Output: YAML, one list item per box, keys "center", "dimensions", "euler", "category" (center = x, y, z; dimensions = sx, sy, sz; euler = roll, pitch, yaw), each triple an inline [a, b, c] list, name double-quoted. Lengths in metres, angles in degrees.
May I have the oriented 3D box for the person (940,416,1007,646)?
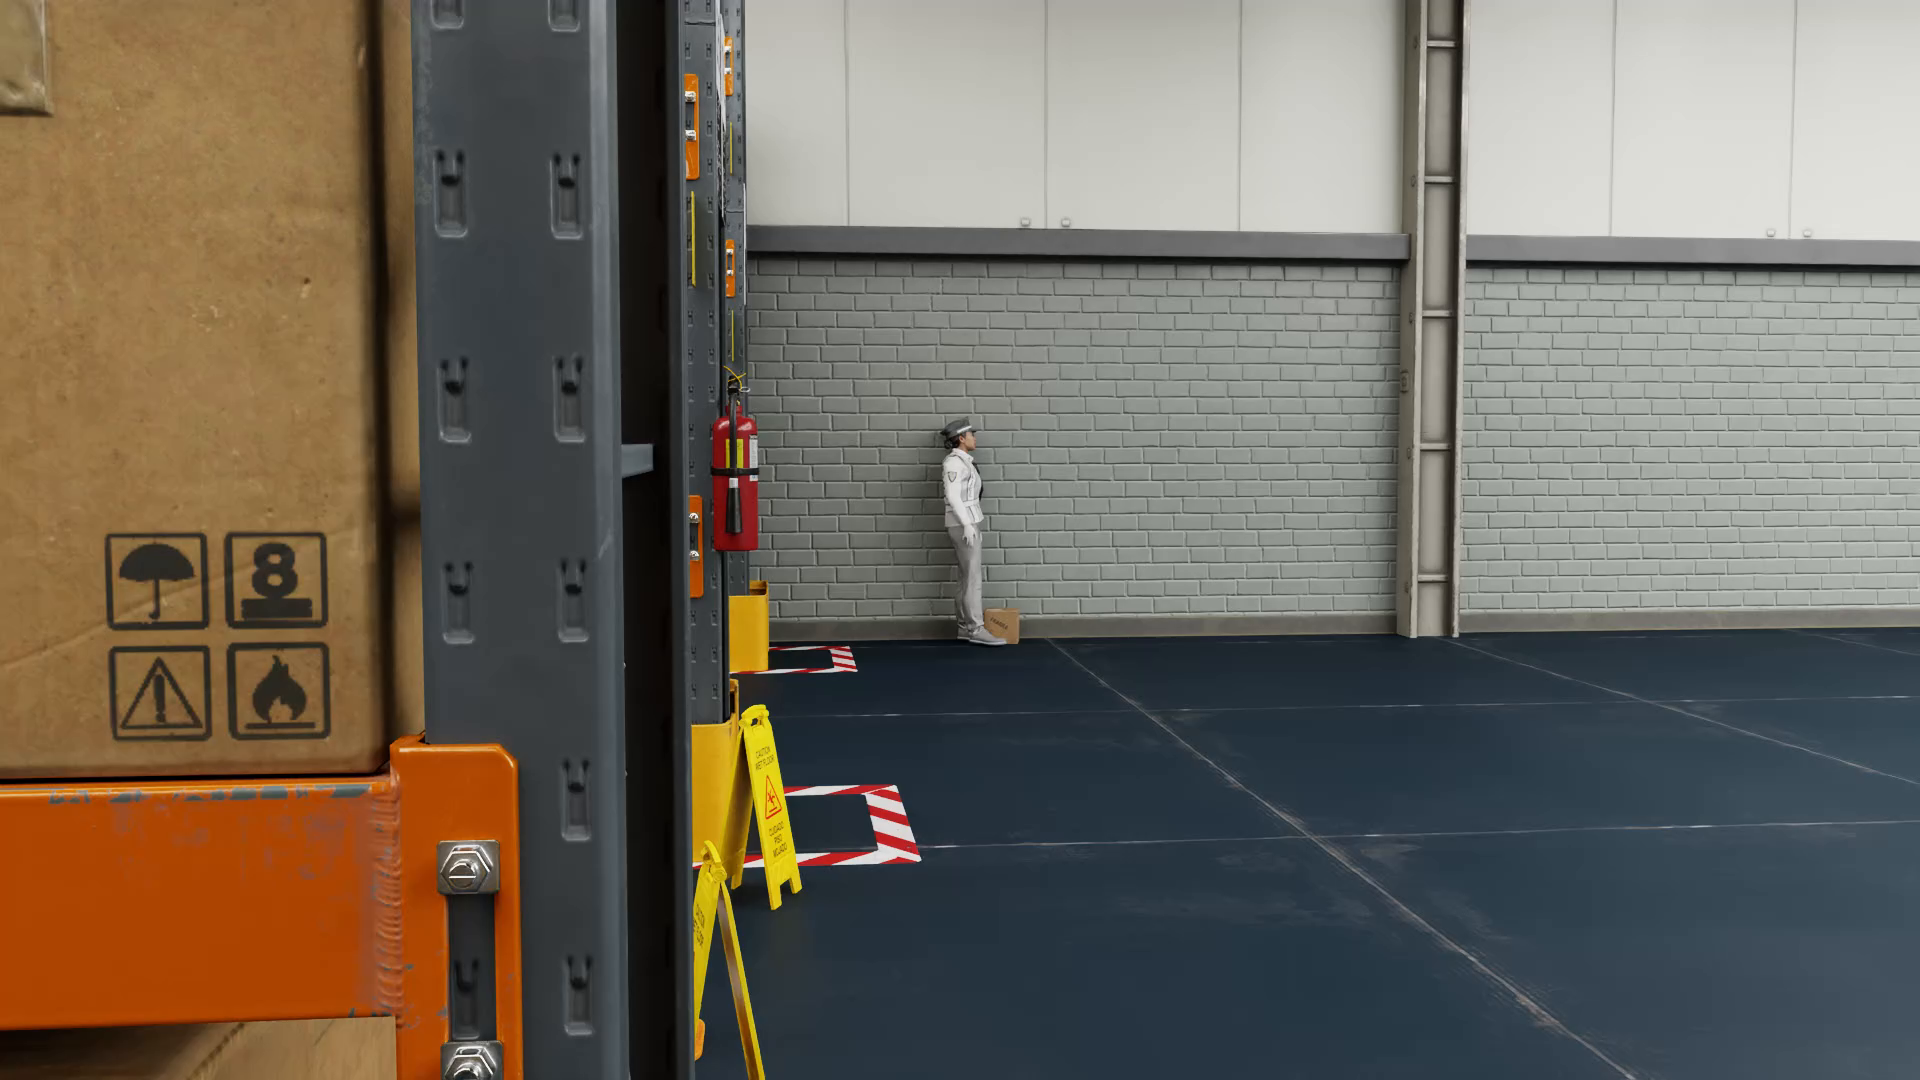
- center: [0.108, -0.083, 12.480]
  dimensions: [0.530, 1.694, 0.586]
  euler: [0, 4, 7]
  category: "person"
